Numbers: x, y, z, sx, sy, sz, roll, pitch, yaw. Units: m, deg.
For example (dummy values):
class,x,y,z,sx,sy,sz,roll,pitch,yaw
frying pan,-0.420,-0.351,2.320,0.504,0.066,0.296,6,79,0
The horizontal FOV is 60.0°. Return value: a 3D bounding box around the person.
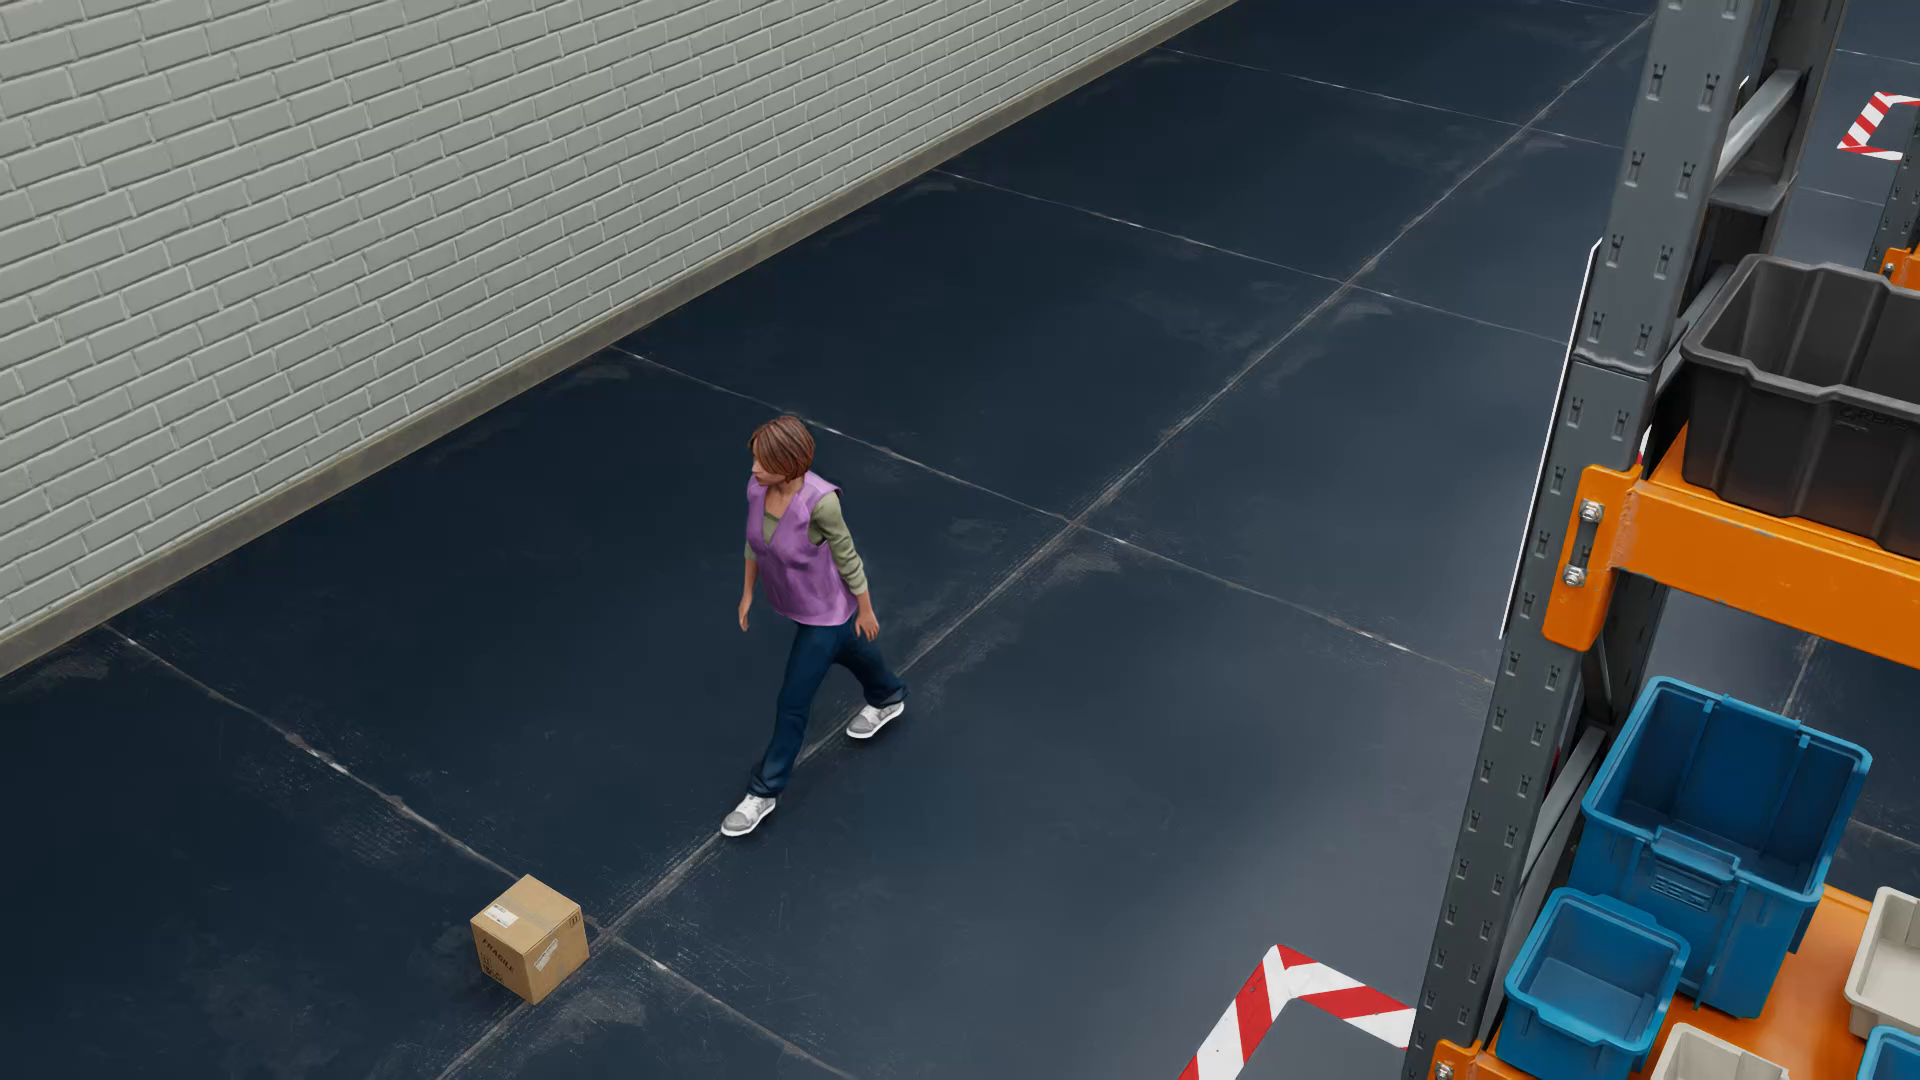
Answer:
class,x,y,z,sx,sy,sz,roll,pitch,yaw
person,-0.570,0.221,5.830,0.954,1.530,0.443,-28,43,-33
